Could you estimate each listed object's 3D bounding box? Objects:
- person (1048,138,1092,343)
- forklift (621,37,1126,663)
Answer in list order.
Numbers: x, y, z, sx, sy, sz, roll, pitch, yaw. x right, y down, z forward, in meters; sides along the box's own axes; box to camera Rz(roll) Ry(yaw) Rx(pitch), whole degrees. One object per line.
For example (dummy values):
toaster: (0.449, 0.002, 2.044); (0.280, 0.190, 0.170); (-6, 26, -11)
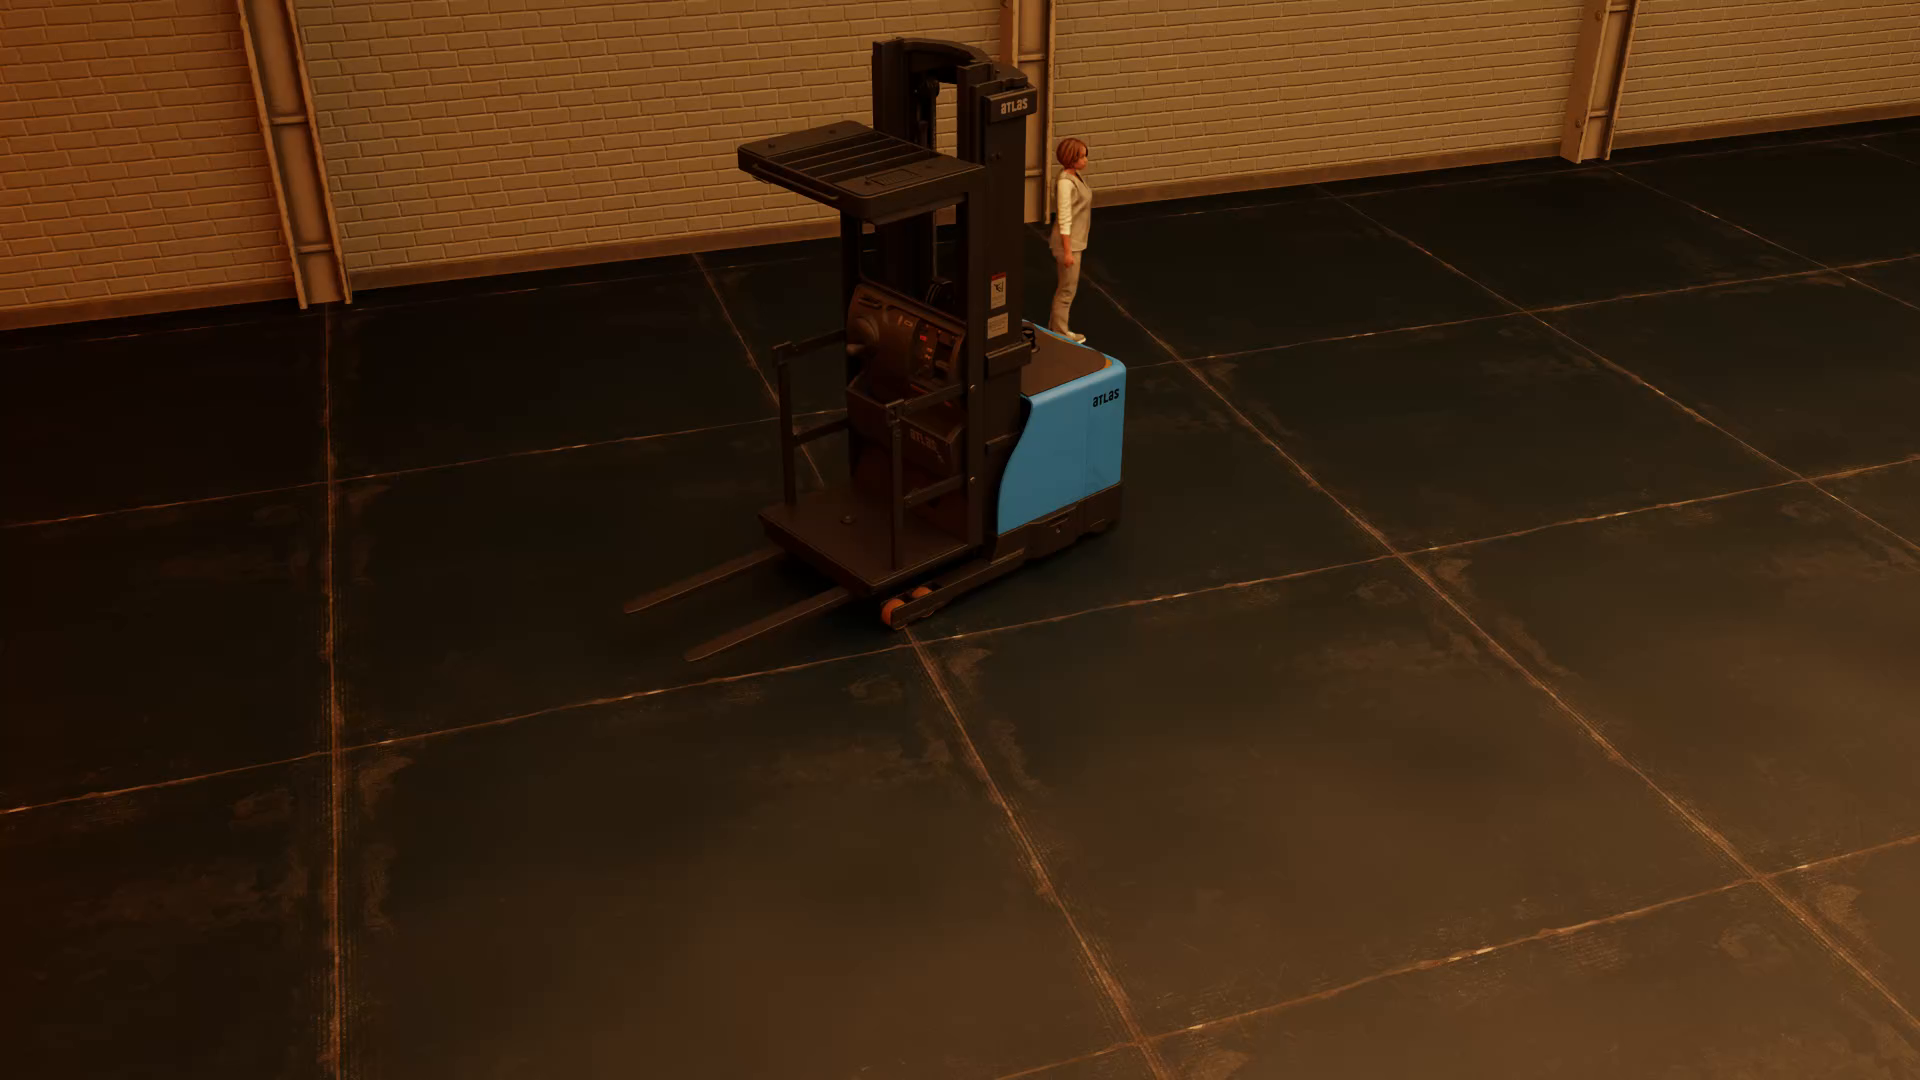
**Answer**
person: (0.810, -2.145, 12.151); (0.325, 1.603, 0.437); (3, 30, 5)
forklift: (-0.461, -1.072, 8.951); (3.031, 2.935, 1.130); (-23, 37, -34)
